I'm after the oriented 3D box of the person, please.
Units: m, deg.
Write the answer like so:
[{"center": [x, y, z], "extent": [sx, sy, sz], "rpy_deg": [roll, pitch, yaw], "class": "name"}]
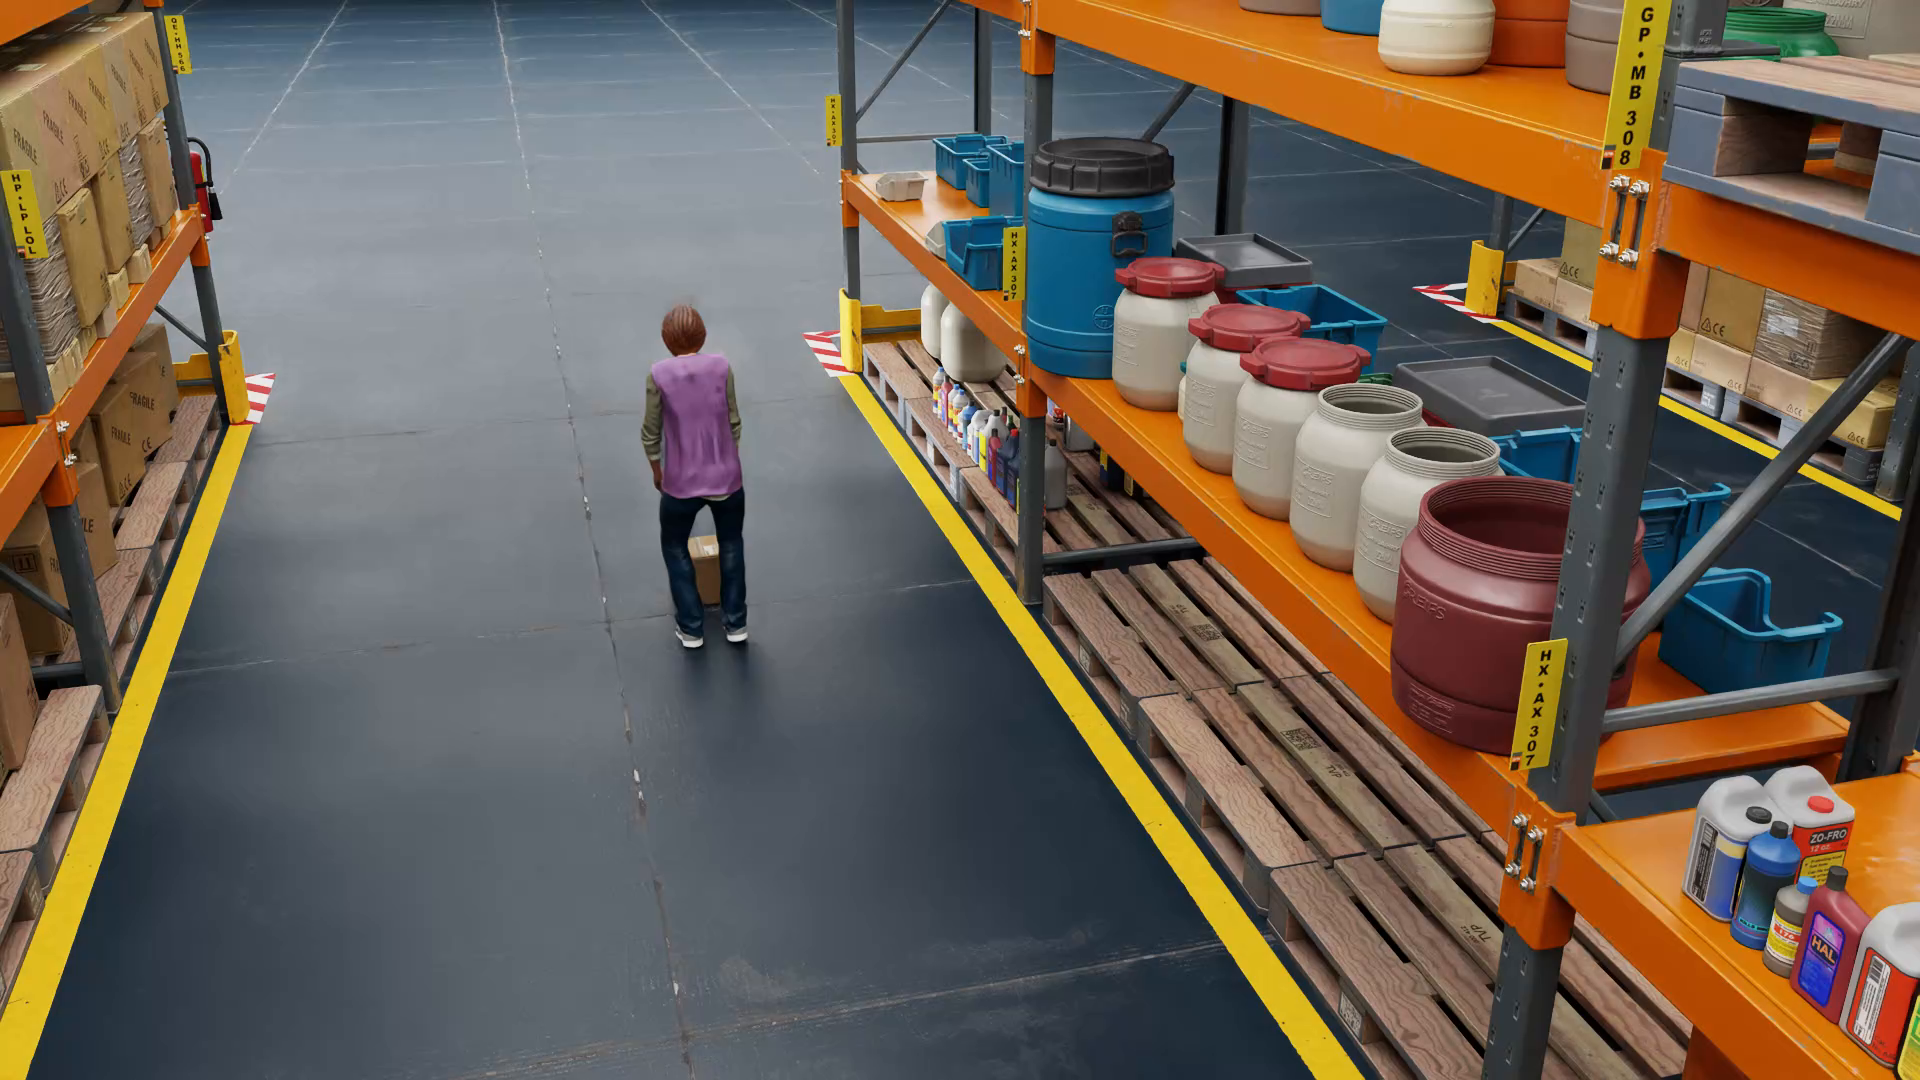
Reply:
[{"center": [-1.161, -0.246, 7.305], "extent": [0.437, 1.511, 0.436], "rpy_deg": [-6, 24, -13], "class": "person"}]
